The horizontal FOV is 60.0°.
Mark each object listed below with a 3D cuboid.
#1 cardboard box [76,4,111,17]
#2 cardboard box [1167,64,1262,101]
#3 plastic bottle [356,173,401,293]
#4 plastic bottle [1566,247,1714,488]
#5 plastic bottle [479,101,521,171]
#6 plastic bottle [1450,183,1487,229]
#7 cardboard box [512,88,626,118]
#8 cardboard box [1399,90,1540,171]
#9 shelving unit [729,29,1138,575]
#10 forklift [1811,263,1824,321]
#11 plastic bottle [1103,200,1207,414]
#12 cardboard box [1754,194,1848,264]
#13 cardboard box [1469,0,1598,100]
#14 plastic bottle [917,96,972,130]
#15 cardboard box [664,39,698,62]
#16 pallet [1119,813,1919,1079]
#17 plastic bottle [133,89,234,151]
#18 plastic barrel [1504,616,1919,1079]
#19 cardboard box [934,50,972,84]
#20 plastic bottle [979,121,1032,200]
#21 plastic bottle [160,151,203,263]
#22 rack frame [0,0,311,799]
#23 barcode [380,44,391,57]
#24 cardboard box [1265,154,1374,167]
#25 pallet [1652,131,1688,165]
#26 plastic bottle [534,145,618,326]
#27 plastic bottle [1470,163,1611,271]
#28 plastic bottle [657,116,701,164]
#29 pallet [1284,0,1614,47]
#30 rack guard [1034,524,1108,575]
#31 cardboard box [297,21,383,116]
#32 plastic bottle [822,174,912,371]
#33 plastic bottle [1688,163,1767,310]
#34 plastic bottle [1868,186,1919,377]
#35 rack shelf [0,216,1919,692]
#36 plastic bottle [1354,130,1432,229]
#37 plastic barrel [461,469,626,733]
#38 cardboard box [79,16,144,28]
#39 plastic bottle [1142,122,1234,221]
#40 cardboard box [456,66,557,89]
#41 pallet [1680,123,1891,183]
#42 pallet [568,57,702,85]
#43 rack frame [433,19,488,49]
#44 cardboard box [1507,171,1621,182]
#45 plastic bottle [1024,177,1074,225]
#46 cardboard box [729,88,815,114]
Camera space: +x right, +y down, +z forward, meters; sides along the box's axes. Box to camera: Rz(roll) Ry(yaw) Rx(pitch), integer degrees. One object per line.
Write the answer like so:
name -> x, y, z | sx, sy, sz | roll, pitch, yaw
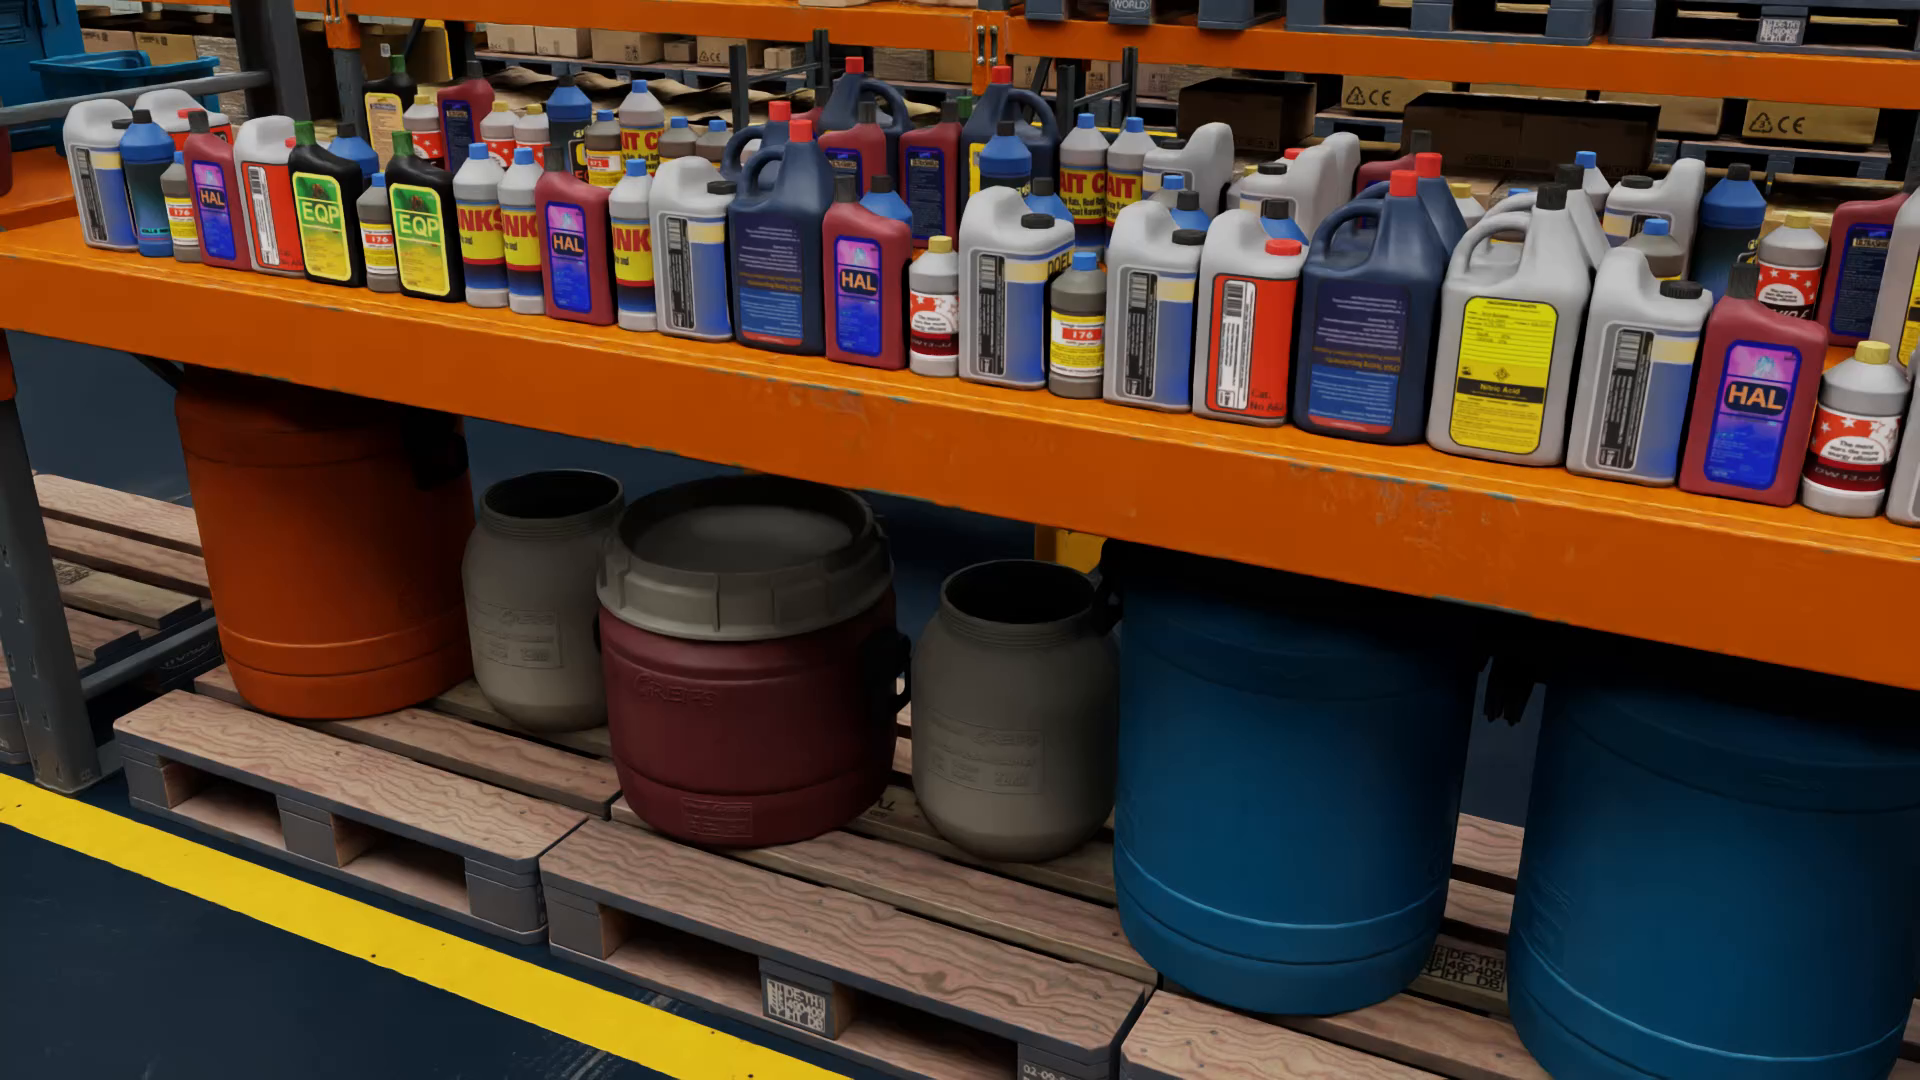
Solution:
cardboard box -> -6.170, -3.391, 11.410 | 0.500, 0.500, 0.500 | 11, 25, 25
cardboard box -> 1.922, -3.588, 12.486 | 0.500, 0.500, 0.700 | 12, 26, 25
plastic bottle -> -1.019, -0.551, 2.966 | 0.097, 0.201, 0.097 | 0, 23, 0
plastic bottle -> 0.864, -0.225, 2.104 | 0.135, 0.276, 0.152 | 11, 25, 25
plastic bottle -> -1.028, -0.886, 3.753 | 0.097, 0.201, 0.097 | 0, 23, 0
plastic bottle -> 0.855, -0.513, 2.877 | 0.097, 0.201, 0.097 | 0, 23, 0
cardboard box -> -2.050, -2.247, 8.962 | 0.500, 0.311, 0.500 | 10, 25, 23
cardboard box -> 2.264, -1.823, 7.376 | 0.500, 0.250, 0.500 | 11, 25, 24
shelving unit -> -0.068, -0.704, 4.988 | 1.083, 1.500, 0.587 | 11, 25, 25
forklift -> 3.221, -0.693, 3.135 | 3.031, 2.935, 1.130 | 11, 26, 25
plastic bottle -> 0.294, -0.337, 2.369 | 0.135, 0.276, 0.152 | 11, 25, 25
cardboard box -> 3.356, -1.029, 6.469 | 0.500, 0.500, 0.500 | 11, 25, 24
cardboard box -> 3.964, -3.298, 11.383 | 0.750, 0.750, 0.750 | 11, 25, 24
plastic bottle -> -0.025, -0.733, 3.289 | 0.133, 0.283, 0.061 | 11, 25, 25
cardboard box -> -2.400, -4.313, 14.640 | 0.250, 0.149, 0.380 | 9, 25, 20
pallet -> 1.018, 0.872, 2.930 | 1.213, 0.211, 1.003 | 11, 25, 25
plastic bottle -> -1.573, -0.774, 3.395 | 0.135, 0.276, 0.152 | 11, 25, 25
plastic barrel -> 1.210, 0.410, 2.598 | 0.708, 0.901, 0.600 | 11, 25, 25
cardboard box -> 0.166, -3.988, 13.425 | 0.500, 0.500, 0.700 | 11, 25, 24
plastic bottle -> 0.083, -0.635, 3.074 | 0.097, 0.271, 0.097 | 0, 23, 0
plastic bottle -> -1.464, -0.639, 3.173 | 0.097, 0.201, 0.097 | 0, 23, 0
rack frame -> -1.882, -0.967, 3.691 | 0.127, 3.000, 1.000 | 11, 25, 25
barcode -> -3.174, -2.706, 9.185 | 0.075, 0.075, 0.001 | 11, 25, 25
cardboard box -> 1.548, -1.387, 7.311 | 0.500, 0.500, 0.500 | 11, 25, 24
pallet -> 4.342, -2.762, 11.476 | 1.213, 0.211, 1.003 | 11, 25, 25
plastic bottle -> -0.631, -0.504, 2.751 | 0.133, 0.283, 0.061 | 11, 25, 25
plastic bottle -> 0.785, -0.336, 2.271 | 0.185, 0.351, 0.144 | 11, 25, 25
plastic bottle -> -0.594, -0.800, 3.551 | 0.097, 0.201, 0.097 | 0, 23, 0
pallet -> 2.094, -2.266, 6.991 | 1.213, 0.211, 1.003 | 11, 25, 25
rack guard -> 0.376, -0.041, 5.026 | 0.087, 0.250, 0.587 | 11, 25, 25
cardboard box -> -3.936, -2.952, 10.378 | 0.500, 0.500, 0.500 | 11, 25, 25
plastic bottle -> -0.140, -0.407, 2.523 | 0.133, 0.283, 0.061 | 11, 25, 25
plastic bottle -> 1.236, -0.470, 2.686 | 0.097, 0.271, 0.097 | 0, 23, 0
plastic bottle -> 1.484, -0.420, 2.469 | 0.185, 0.351, 0.144 | 11, 25, 25
rack shelf -> -0.097, -0.283, 3.001 | 4.000, 0.370, 1.077 | 11, 25, 25
plastic bottle -> 0.760, -0.577, 2.924 | 0.133, 0.283, 0.061 | 11, 25, 25
plastic barrel -> -0.894, 0.134, 3.745 | 0.421, 0.512, 0.421 | 0, 23, 0
cardboard box -> -5.506, -3.038, 10.579 | 0.500, 0.500, 0.500 | 11, 25, 25
plastic bottle -> 0.413, -0.623, 3.040 | 0.135, 0.276, 0.152 | 11, 25, 25
cardboard box -> -2.723, -2.617, 9.831 | 0.500, 0.311, 0.500 | 11, 25, 25
pallet -> 5.435, -2.547, 10.970 | 1.213, 0.211, 1.003 | 11, 25, 25
pallet -> -2.690, -4.171, 14.789 | 1.213, 0.211, 1.003 | 11, 25, 25
rack frame -> -4.552, -5.840, 15.148 | 0.127, 3.000, 1.000 | 11, 25, 25
cardboard box -> 2.680, -1.394, 7.326 | 0.500, 0.500, 0.500 | 12, 26, 25
plastic bottle -> 0.126, -0.423, 2.577 | 0.097, 0.271, 0.097 | 0, 23, 0
cardboard box -> -0.906, -2.258, 8.987 | 0.500, 0.311, 0.500 | 10, 25, 23
